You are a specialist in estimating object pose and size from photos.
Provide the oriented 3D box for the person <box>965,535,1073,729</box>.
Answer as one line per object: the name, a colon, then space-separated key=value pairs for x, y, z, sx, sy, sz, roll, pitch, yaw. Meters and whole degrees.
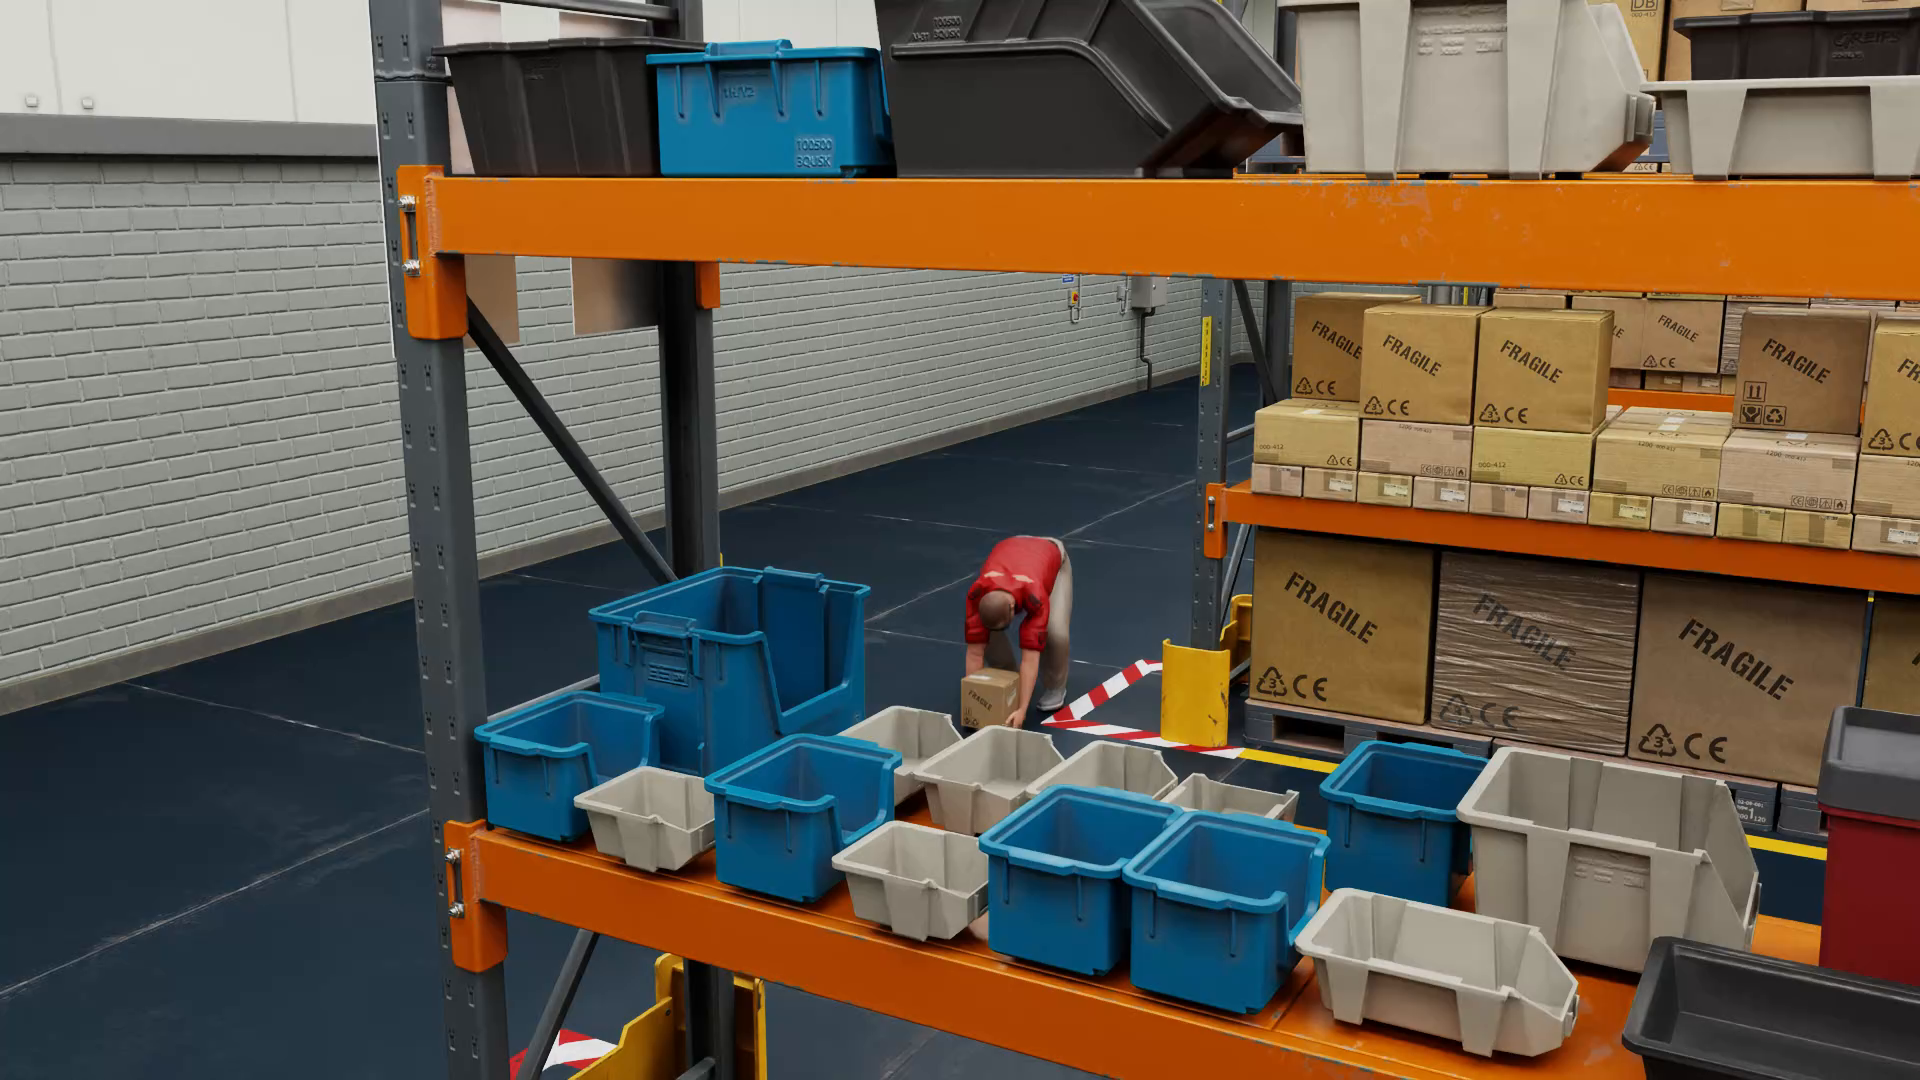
person: x=0.311 y=0.471 z=8.787 sx=0.533 sy=0.907 sz=0.955 roll=4 pitch=13 yaw=19
